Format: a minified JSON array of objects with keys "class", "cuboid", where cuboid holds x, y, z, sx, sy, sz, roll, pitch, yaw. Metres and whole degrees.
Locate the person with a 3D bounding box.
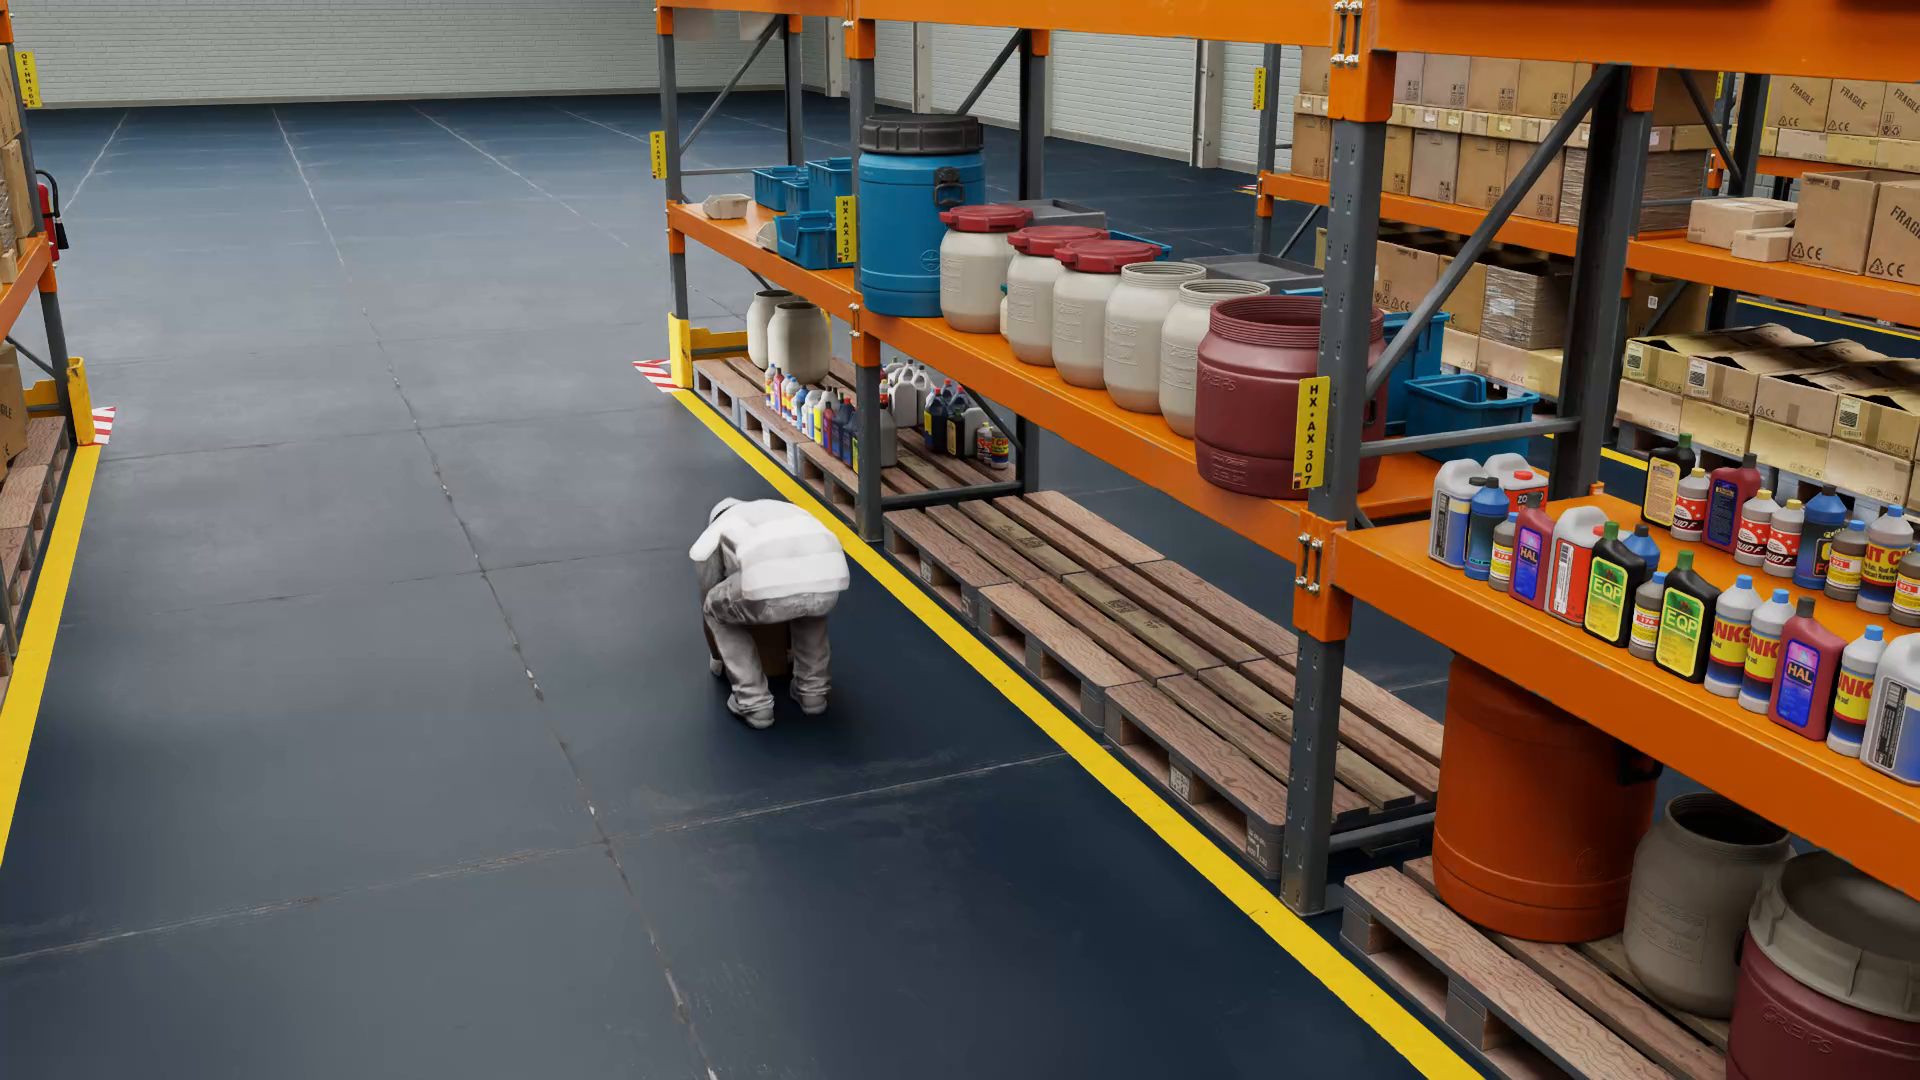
[{"class":"person","cuboid":[-0.797,0.264,6.764,0.532,0.857,0.993,-9,20,-24]}]
